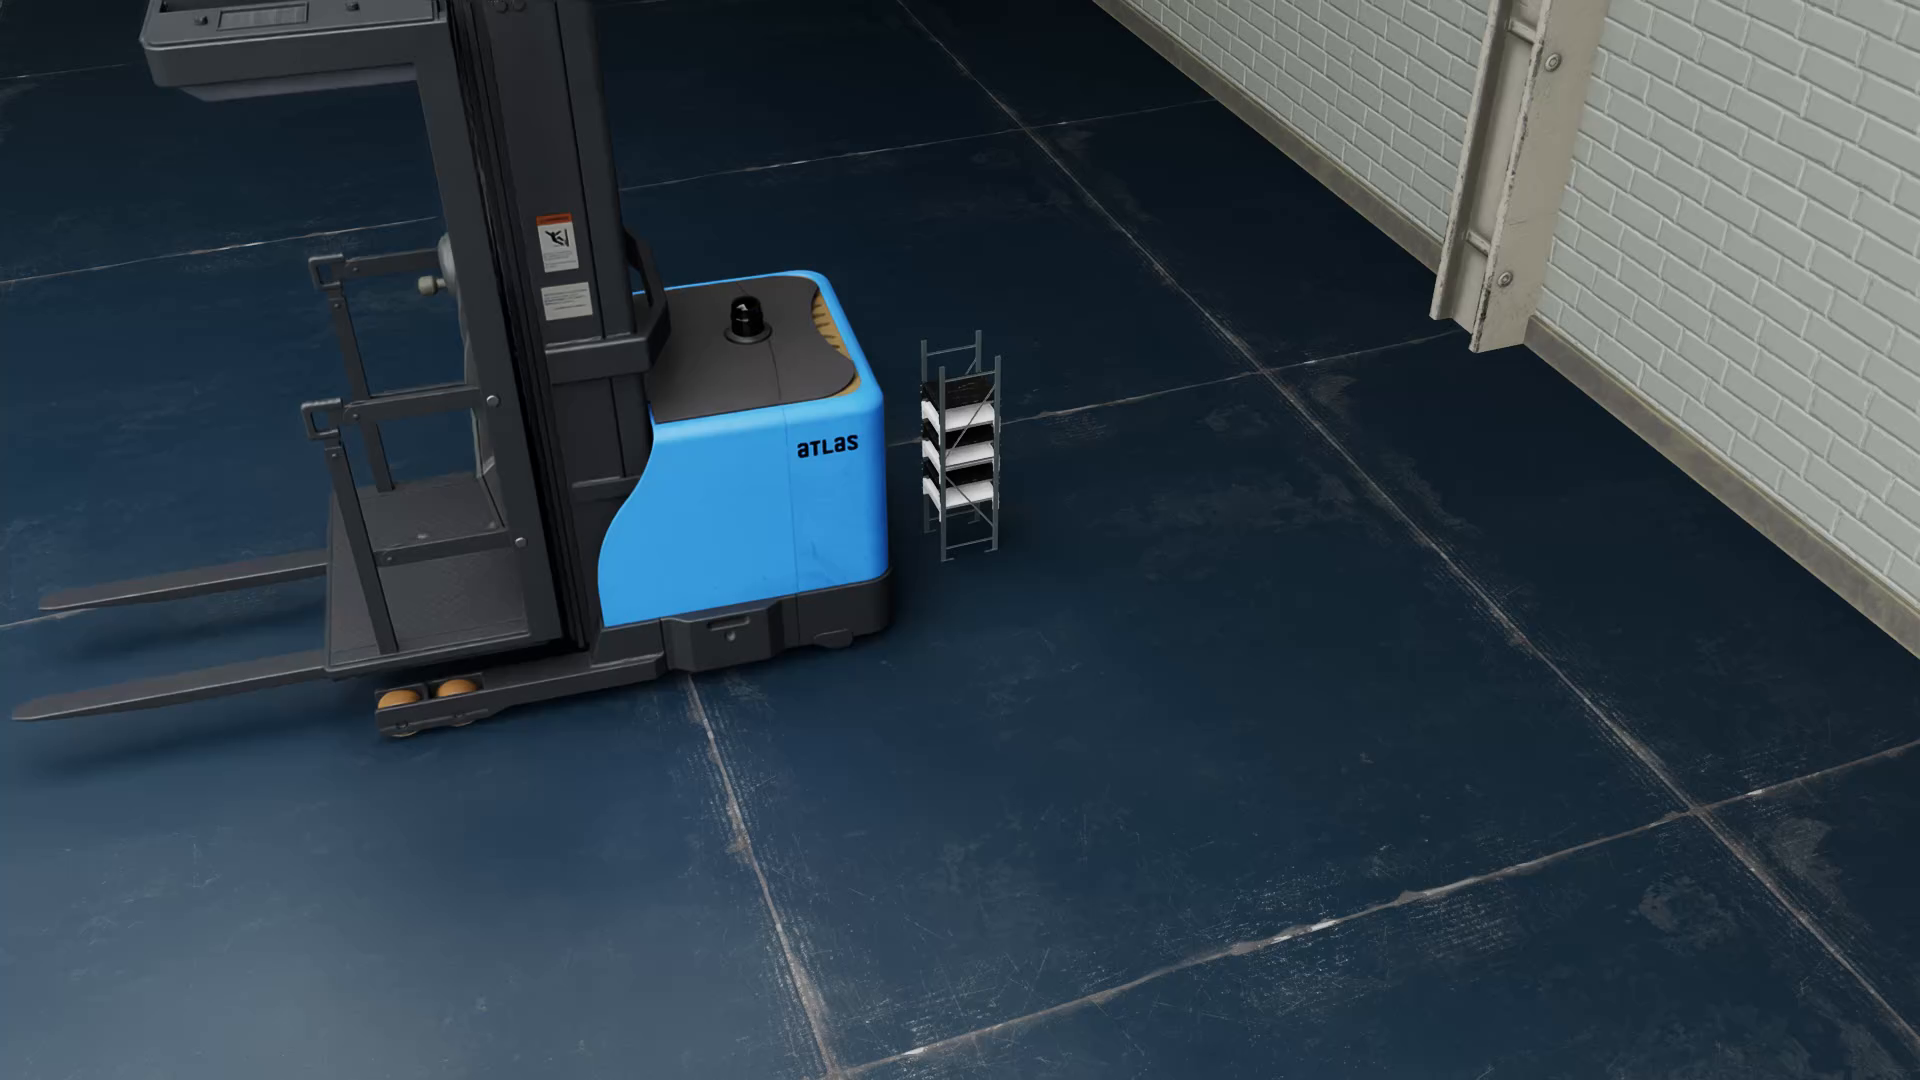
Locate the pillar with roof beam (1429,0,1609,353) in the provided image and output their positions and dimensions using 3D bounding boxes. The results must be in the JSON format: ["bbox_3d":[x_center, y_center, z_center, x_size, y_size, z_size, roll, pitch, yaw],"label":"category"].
[{"bbox_3d":[-1.510,-3.738,4.233,9.100,9.000,0.400,-12,39,-16],"label":"pillar with roof beam"}]

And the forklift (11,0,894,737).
[{"bbox_3d":[-1.823,-0.836,5.424,3.031,2.935,1.130,-10,38,-13],"label":"forklift"}]

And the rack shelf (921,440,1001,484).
[{"bbox_3d":[0.003,-0.328,6.493,0.258,0.077,0.200,-12,39,-16],"label":"rack shelf"}]

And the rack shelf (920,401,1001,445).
[{"bbox_3d":[0.003,-0.472,6.385,0.258,0.077,0.200,-12,39,-16],"label":"rack shelf"}]

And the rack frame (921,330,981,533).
[{"bbox_3d":[-0.032,-0.412,6.549,0.240,0.900,0.006,-12,39,-16],"label":"rack frame"}]

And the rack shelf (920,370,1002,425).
[{"bbox_3d":[0.003,-0.544,6.331,0.258,0.077,0.200,-12,39,-16],"label":"rack shelf"}]

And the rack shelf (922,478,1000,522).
[{"bbox_3d":[0.003,-0.184,6.602,0.258,0.077,0.200,-12,39,-16],"label":"rack shelf"}]

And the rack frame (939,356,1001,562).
[{"bbox_3d":[0.038,-0.297,6.397,0.240,0.900,0.006,-12,39,-16],"label":"rack frame"}]

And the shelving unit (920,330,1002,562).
[{"bbox_3d":[0.003,-0.355,6.473,0.258,0.900,0.210,-12,39,-16],"label":"shelving unit"}]

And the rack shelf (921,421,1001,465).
[{"bbox_3d":[0.003,-0.400,6.439,0.258,0.077,0.200,-12,39,-16],"label":"rack shelf"}]

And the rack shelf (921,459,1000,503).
[{"bbox_3d":[0.003,-0.256,6.547,0.258,0.077,0.200,-12,39,-16],"label":"rack shelf"}]
